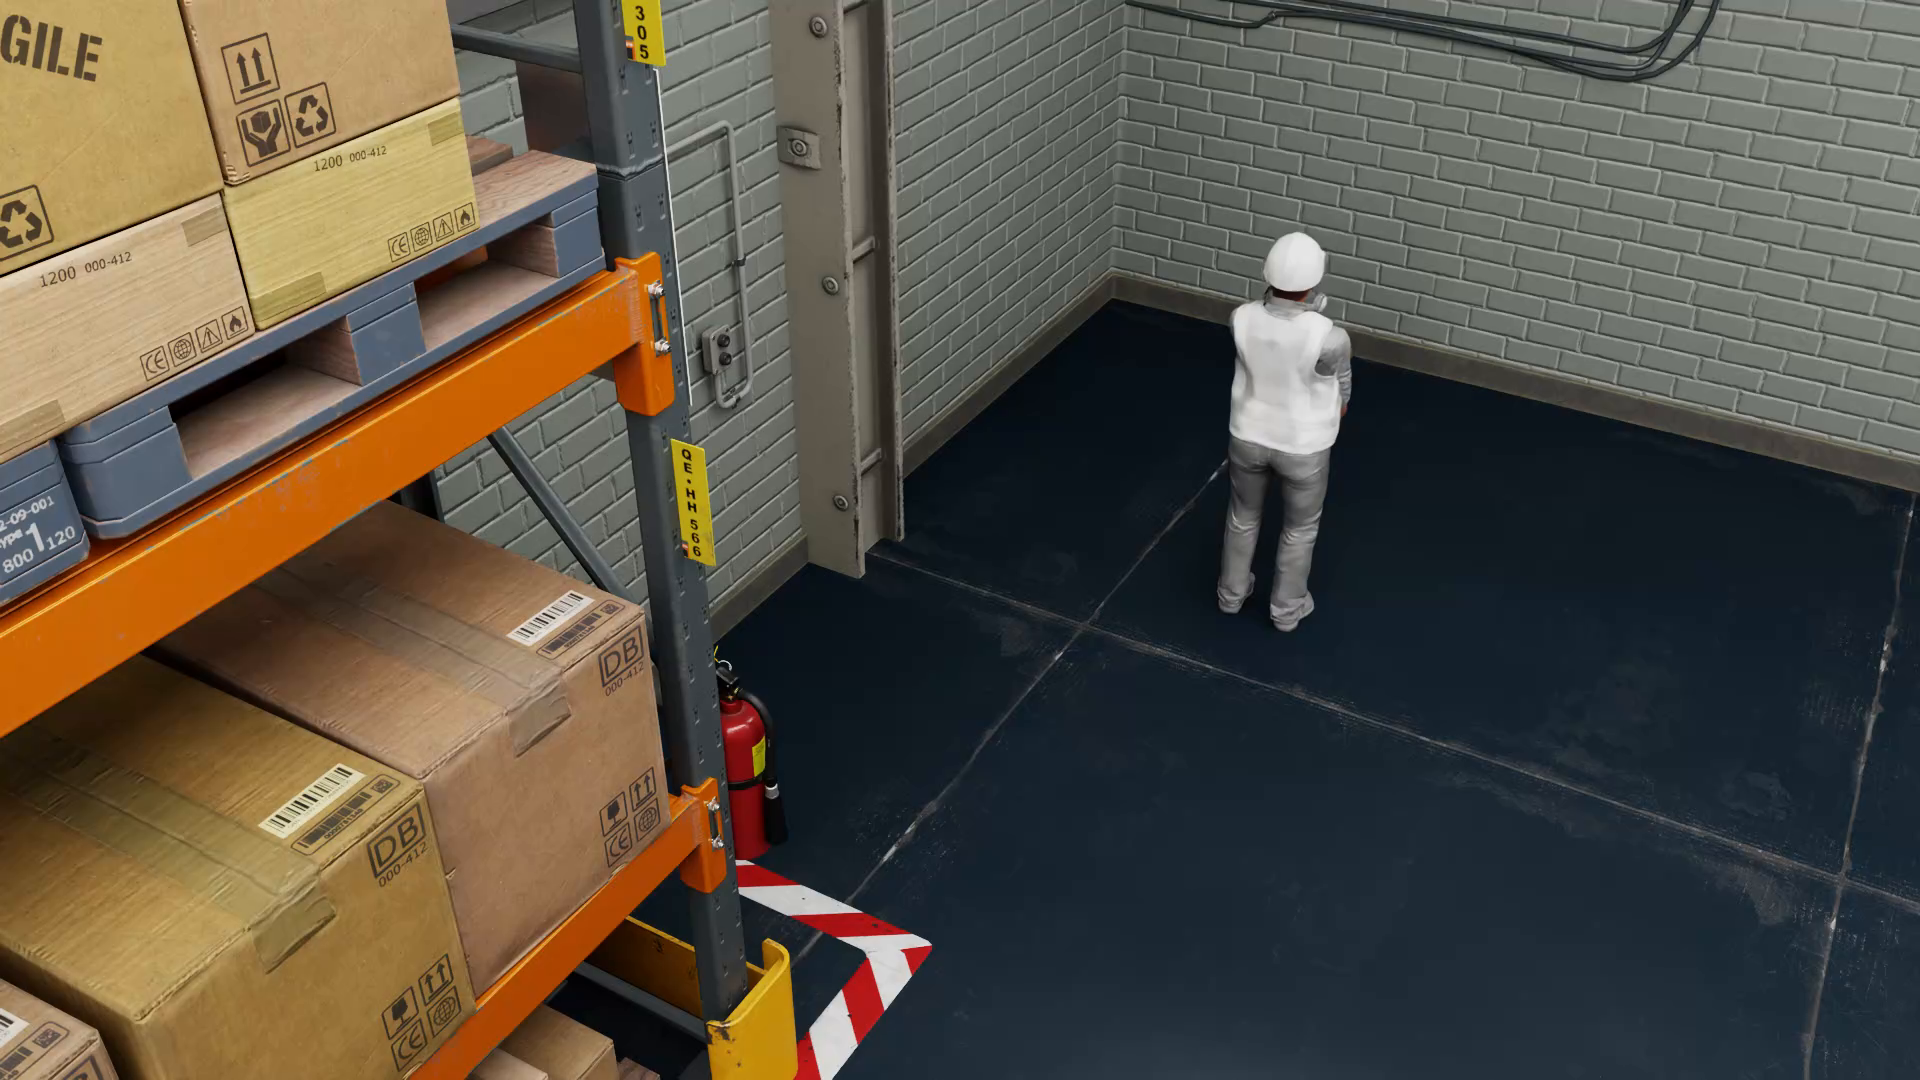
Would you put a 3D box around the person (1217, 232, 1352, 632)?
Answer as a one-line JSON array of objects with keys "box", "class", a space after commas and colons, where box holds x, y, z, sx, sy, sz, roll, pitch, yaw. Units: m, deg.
[{"box": [1.342, -0.477, 6.835, 0.495, 1.768, 0.554, 18, 38, 25], "class": "person"}]
